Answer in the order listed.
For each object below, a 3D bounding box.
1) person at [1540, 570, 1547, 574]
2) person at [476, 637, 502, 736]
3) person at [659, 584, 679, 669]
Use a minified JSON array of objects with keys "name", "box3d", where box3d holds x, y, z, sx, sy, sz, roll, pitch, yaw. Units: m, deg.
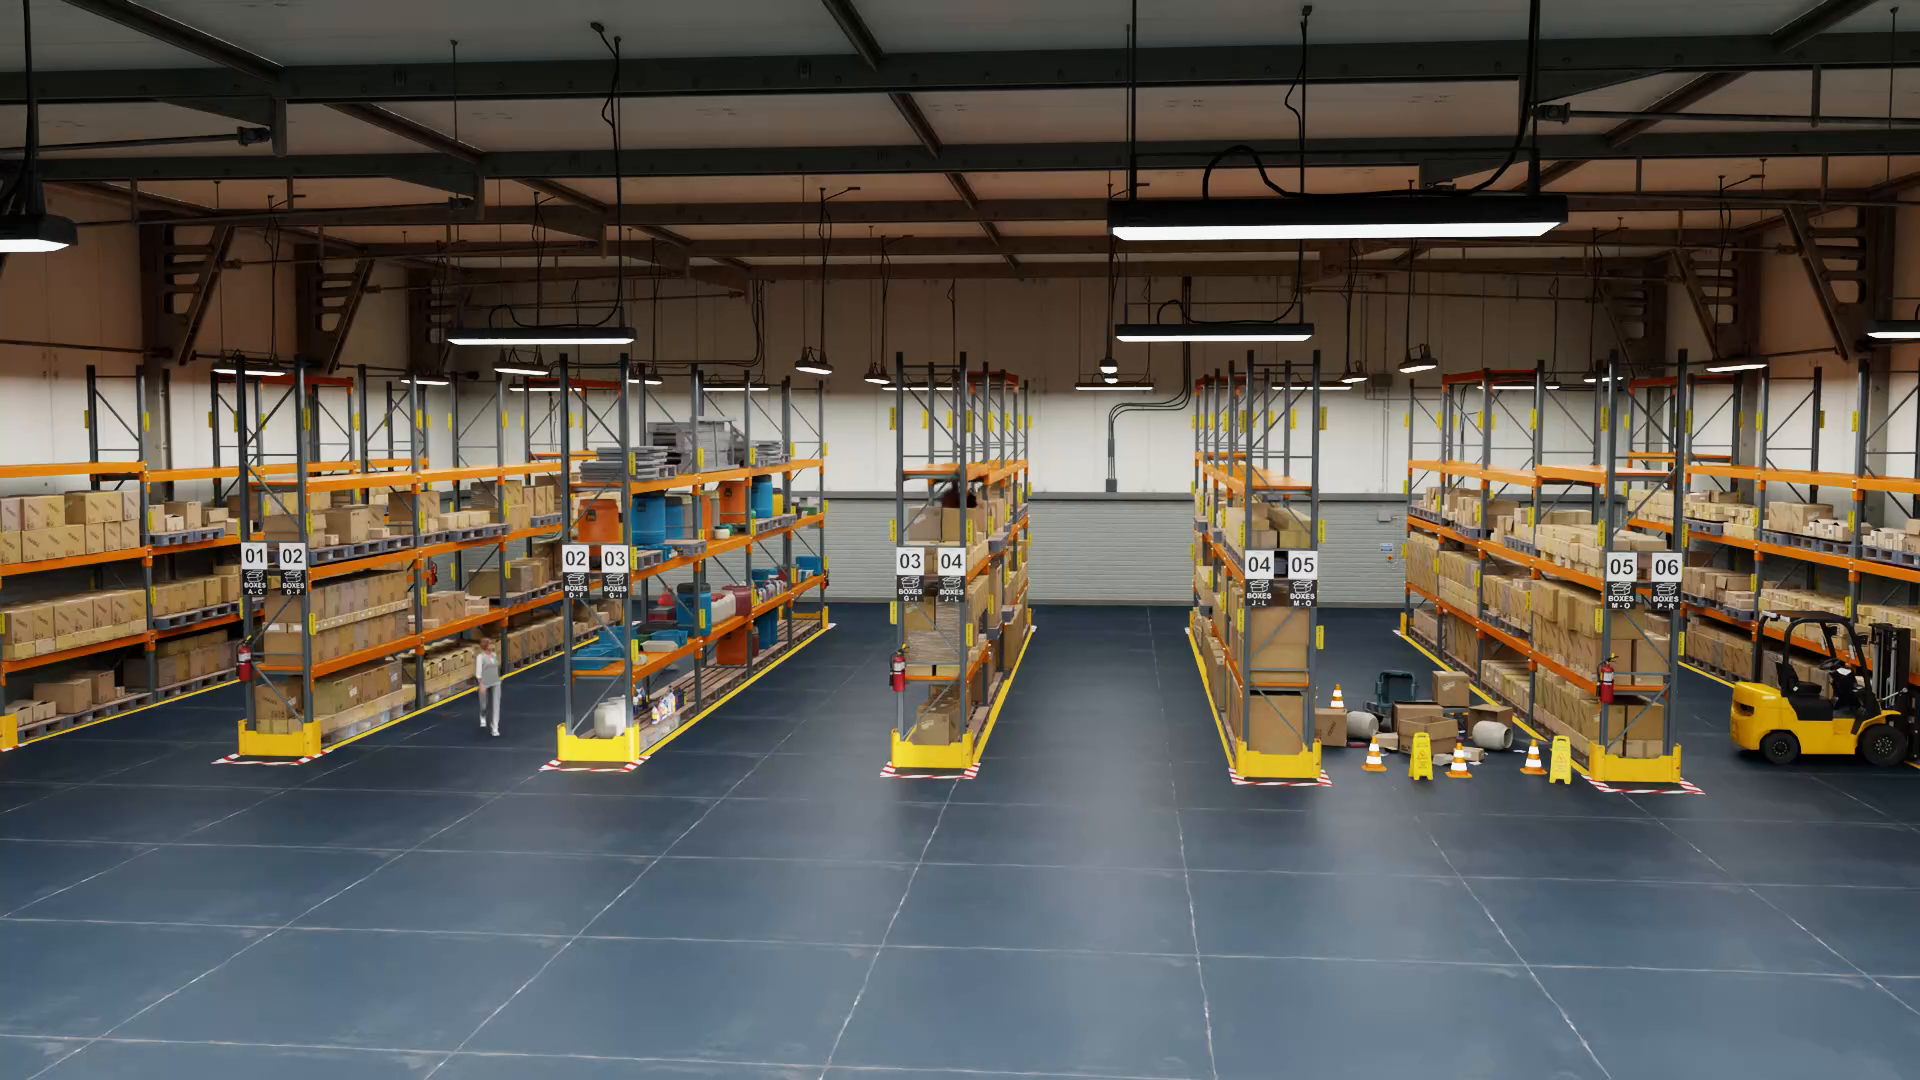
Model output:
[{"name":"person","box3d":[13.857,1.301,39.942,0.912,1.722,0.673,0,4,6]},{"name":"person","box3d":[-7.555,2.324,26.656,0.401,1.548,0.805,-1,4,-18]},{"name":"person","box3d":[-5.877,1.741,33.567,0.427,1.727,0.606,0,4,5]}]
